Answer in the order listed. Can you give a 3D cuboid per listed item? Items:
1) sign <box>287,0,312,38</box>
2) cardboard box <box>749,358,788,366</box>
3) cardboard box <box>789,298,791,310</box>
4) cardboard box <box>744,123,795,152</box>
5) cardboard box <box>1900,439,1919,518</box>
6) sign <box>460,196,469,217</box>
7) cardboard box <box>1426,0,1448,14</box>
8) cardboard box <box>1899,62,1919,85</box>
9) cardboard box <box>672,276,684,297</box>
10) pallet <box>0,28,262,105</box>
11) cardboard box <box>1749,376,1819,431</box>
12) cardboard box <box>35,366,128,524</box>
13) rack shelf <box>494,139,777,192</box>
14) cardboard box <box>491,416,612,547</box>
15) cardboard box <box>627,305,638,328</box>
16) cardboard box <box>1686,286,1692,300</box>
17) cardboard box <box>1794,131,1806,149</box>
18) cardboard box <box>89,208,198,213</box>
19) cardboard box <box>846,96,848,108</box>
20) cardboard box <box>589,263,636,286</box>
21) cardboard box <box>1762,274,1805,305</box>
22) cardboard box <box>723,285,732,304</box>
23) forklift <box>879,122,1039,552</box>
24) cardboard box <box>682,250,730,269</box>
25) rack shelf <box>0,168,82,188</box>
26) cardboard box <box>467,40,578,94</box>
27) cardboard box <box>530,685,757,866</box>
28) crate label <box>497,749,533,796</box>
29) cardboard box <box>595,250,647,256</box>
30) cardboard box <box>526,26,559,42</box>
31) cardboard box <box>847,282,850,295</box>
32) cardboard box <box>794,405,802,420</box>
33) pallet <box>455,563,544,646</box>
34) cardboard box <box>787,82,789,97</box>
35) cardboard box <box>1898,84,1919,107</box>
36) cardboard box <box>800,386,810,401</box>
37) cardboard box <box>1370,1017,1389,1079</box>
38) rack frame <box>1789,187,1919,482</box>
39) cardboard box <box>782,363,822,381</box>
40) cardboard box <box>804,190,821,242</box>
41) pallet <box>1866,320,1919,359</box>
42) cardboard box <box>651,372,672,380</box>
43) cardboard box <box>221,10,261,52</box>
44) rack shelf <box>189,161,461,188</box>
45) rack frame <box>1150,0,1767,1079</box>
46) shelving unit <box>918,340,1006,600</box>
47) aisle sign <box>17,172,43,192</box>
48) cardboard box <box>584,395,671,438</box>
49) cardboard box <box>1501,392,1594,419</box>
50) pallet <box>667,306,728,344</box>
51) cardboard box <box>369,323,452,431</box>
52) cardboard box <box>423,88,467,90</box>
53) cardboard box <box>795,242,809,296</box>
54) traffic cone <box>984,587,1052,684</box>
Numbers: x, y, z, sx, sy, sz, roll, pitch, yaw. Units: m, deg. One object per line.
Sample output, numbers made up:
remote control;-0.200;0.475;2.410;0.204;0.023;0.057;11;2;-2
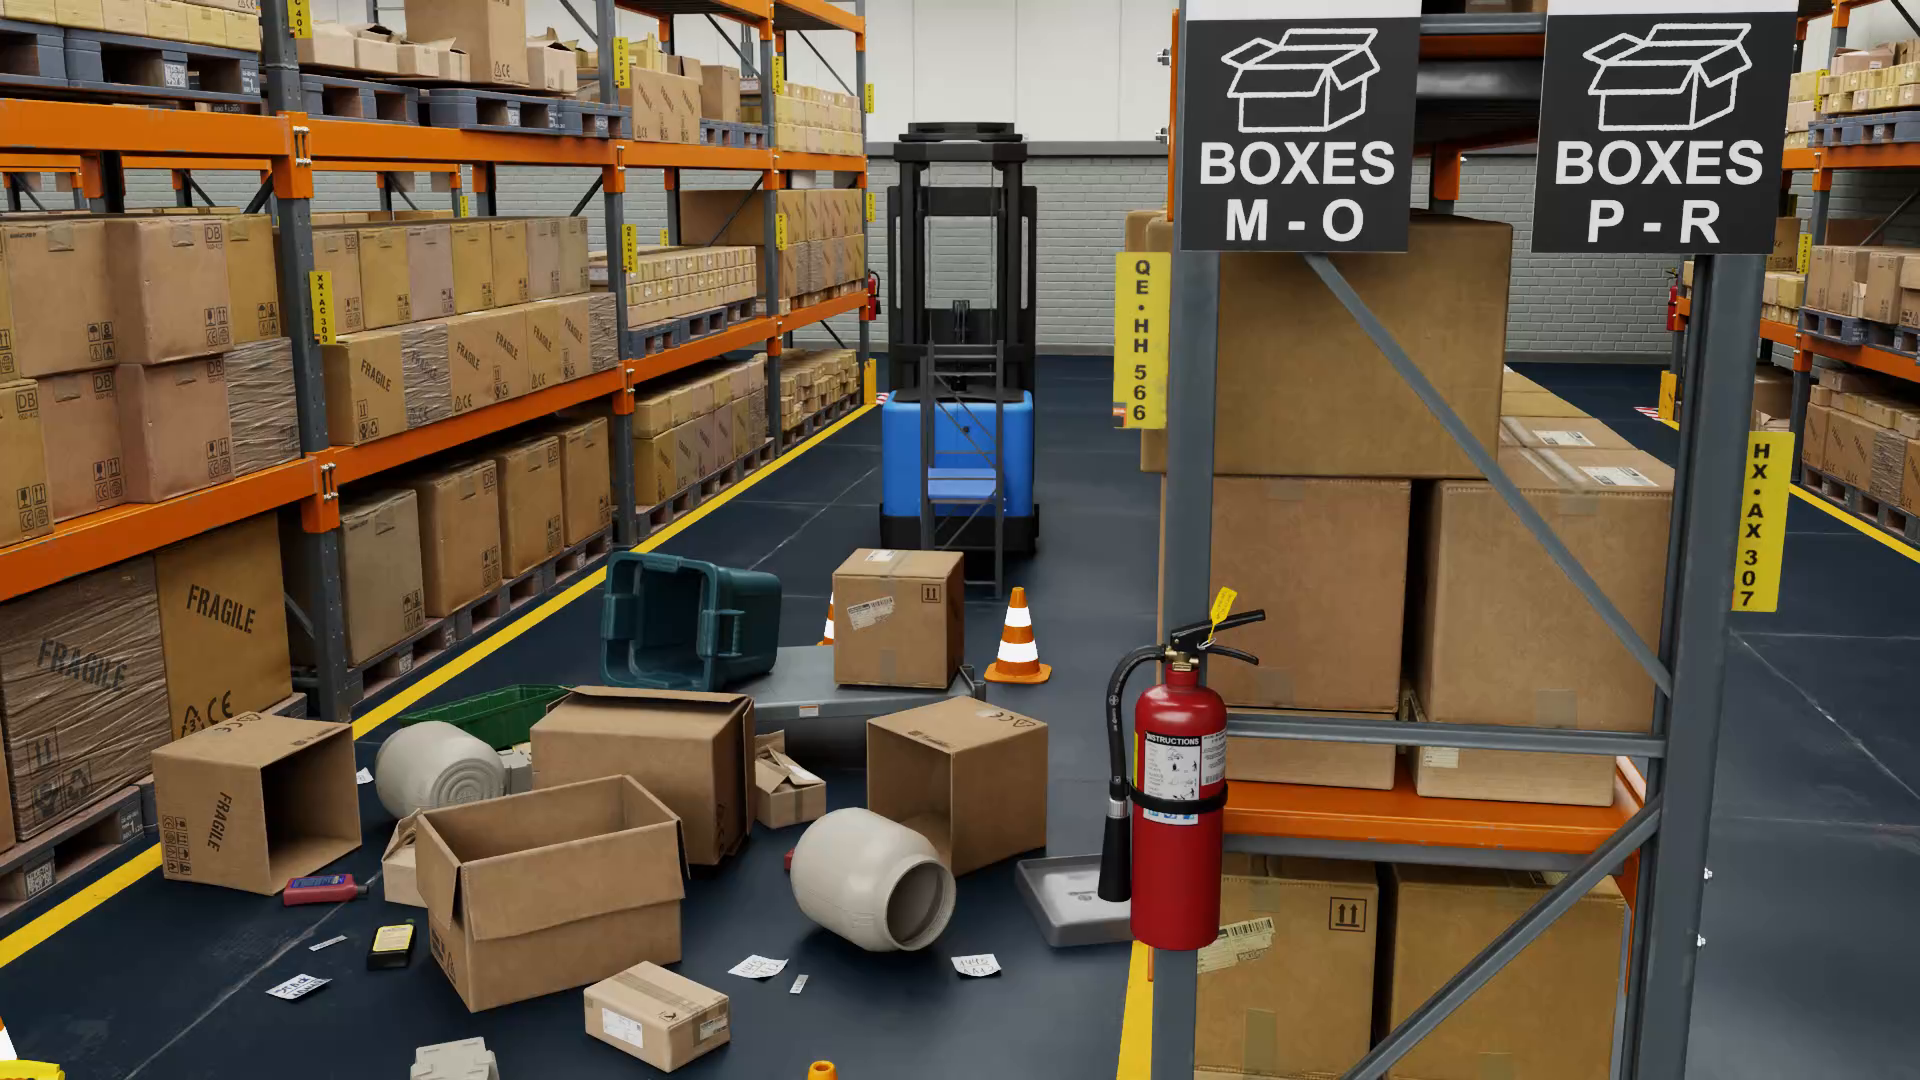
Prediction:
sign;-2.861;-2.338;7.187;0.100;0.325;0.005;2;12;9
cardboard box;-2.078;-1.879;17.950;0.380;0.149;0.250;2;12;11
cardboard box;-1.857;-2.302;16.152;0.380;0.149;0.250;1;12;6
cardboard box;-1.847;-3.744;15.482;0.500;0.250;0.500;3;12;12
cardboard box;7.035;-0.422;11.770;0.500;0.500;0.500;2;12;11
sign;-5.915;-3.939;19.840;0.100;0.325;0.005;2;12;9
cardboard box;1.294;-1.192;3.880;0.380;0.149;0.250;2;12;8
cardboard box;6.975;-3.336;11.891;0.380;0.149;0.250;2;12;9
cardboard box;-2.367;-1.969;12.904;0.380;0.149;0.250;2;12;9
pallet;-3.546;-1.851;6.552;1.003;0.211;1.213;2;12;9
cardboard box;7.731;-1.263;15.669;0.700;0.500;0.500;1;12;7
cardboard box;-3.716;-0.370;6.235;0.875;0.550;0.550;2;12;9
rack shelf;-2.487;-2.962;13.203;1.077;0.370;4.000;2;12;9
cardboard box;-2.977;-0.412;11.129;1.050;0.750;0.750;2;12;8
cardboard box;-2.526;-1.600;11.895;0.380;0.149;0.250;2;12;8
cardboard box;7.926;-2.614;17.600;0.380;0.149;0.250;2;12;8
cardboard box;7.437;-3.443;14.324;0.380;0.149;0.250;2;12;9
cardboard box;-7.272;-2.708;14.823;0.797;0.503;0.637;2;12;9
cardboard box;-1.438;-4.801;18.252;0.380;0.149;0.250;2;12;9
cardboard box;-2.531;-1.895;11.852;0.380;0.149;0.250;2;12;9
cardboard box;7.532;-2.255;14.985;0.500;0.250;0.500;2;12;9
cardboard box;-2.163;-2.099;14.210;0.380;0.149;0.250;1;12;6
forklift;0.021;-1.604;12.479;1.130;2.935;3.031;0;12;1
cardboard box;-2.170;-2.382;14.115;0.380;0.149;0.250;2;12;8
rack shelf;-11.651;-4.136;18.655;1.077;0.370;4.000;2;12;9
cardboard box;-2.659;-2.880;10.095;0.500;0.311;0.500;2;12;9
cardboard box;-1.214;0.886;6.368;0.797;0.637;0.503;2;12;9
crate label;-1.929;0.993;7.062;0.298;0.136;0.250;-7;14;-30
cardboard box;-2.853;-2.353;13.978;0.380;0.149;0.250;2;12;8
cardboard box;-2.989;-3.413;11.534;0.396;0.266;0.258;2;12;9
cardboard box;-1.434;-2.793;18.429;0.380;0.149;0.250;2;12;8
cardboard box;-1.778;-1.249;16.439;0.380;0.149;0.250;2;12;8
pallet;-3.180;0.348;9.880;1.003;0.211;1.213;2;12;9
cardboard box;-1.838;-4.258;15.733;0.380;0.149;0.250;2;12;8
cardboard box;6.983;-3.191;11.924;0.380;0.149;0.250;2;12;10
cardboard box;-1.745;-1.505;16.923;0.380;0.149;0.250;2;12;11
cardboard box;1.279;1.354;4.120;0.500;0.250;0.500;2;12;8
rack frame;7.633;-1.964;13.986;1.000;3.000;0.127;2;12;9
cardboard box;-1.656;-1.755;17.376;0.380;0.149;0.250;2;12;9
cardboard box;-1.696;-3.245;16.612;0.500;0.500;0.500;2;12;10
pallet;7.312;-1.442;12.021;1.003;0.211;1.213;2;12;9
cardboard box;-2.716;-1.251;13.834;0.500;0.250;0.500;2;12;11
cardboard box;-3.150;-2.109;6.903;0.380;0.149;0.250;2;12;8
rack shelf;-6.757;-3.976;17.910;1.077;0.370;4.000;2;12;9
rack frame;0.885;0.374;3.137;0.949;2.616;0.053;2;12;9
shelving unit;0.024;-0.475;10.635;0.538;1.500;1.048;0;12;1
aisle sign;-11.626;-4.734;20.667;0.394;0.787;0.004;2;12;9
cardboard box;-2.449;-0.916;12.281;0.500;0.250;0.500;1;12;6
cardboard box;1.382;-0.124;4.504;0.500;0.500;0.500;2;12;8
pallet;-2.530;-1.750;13.450;1.003;0.211;1.213;2;12;9
cardboard box;-2.986;-0.853;8.592;0.500;0.500;0.500;2;12;9
cardboard box;-3.200;-2.830;10.006;0.500;0.250;0.500;2;12;10
cardboard box;-1.785;-2.656;16.253;0.500;0.500;0.500;2;12;9
traffic cone;0.304;0.478;8.676;0.336;0.463;0.334;2;12;9
